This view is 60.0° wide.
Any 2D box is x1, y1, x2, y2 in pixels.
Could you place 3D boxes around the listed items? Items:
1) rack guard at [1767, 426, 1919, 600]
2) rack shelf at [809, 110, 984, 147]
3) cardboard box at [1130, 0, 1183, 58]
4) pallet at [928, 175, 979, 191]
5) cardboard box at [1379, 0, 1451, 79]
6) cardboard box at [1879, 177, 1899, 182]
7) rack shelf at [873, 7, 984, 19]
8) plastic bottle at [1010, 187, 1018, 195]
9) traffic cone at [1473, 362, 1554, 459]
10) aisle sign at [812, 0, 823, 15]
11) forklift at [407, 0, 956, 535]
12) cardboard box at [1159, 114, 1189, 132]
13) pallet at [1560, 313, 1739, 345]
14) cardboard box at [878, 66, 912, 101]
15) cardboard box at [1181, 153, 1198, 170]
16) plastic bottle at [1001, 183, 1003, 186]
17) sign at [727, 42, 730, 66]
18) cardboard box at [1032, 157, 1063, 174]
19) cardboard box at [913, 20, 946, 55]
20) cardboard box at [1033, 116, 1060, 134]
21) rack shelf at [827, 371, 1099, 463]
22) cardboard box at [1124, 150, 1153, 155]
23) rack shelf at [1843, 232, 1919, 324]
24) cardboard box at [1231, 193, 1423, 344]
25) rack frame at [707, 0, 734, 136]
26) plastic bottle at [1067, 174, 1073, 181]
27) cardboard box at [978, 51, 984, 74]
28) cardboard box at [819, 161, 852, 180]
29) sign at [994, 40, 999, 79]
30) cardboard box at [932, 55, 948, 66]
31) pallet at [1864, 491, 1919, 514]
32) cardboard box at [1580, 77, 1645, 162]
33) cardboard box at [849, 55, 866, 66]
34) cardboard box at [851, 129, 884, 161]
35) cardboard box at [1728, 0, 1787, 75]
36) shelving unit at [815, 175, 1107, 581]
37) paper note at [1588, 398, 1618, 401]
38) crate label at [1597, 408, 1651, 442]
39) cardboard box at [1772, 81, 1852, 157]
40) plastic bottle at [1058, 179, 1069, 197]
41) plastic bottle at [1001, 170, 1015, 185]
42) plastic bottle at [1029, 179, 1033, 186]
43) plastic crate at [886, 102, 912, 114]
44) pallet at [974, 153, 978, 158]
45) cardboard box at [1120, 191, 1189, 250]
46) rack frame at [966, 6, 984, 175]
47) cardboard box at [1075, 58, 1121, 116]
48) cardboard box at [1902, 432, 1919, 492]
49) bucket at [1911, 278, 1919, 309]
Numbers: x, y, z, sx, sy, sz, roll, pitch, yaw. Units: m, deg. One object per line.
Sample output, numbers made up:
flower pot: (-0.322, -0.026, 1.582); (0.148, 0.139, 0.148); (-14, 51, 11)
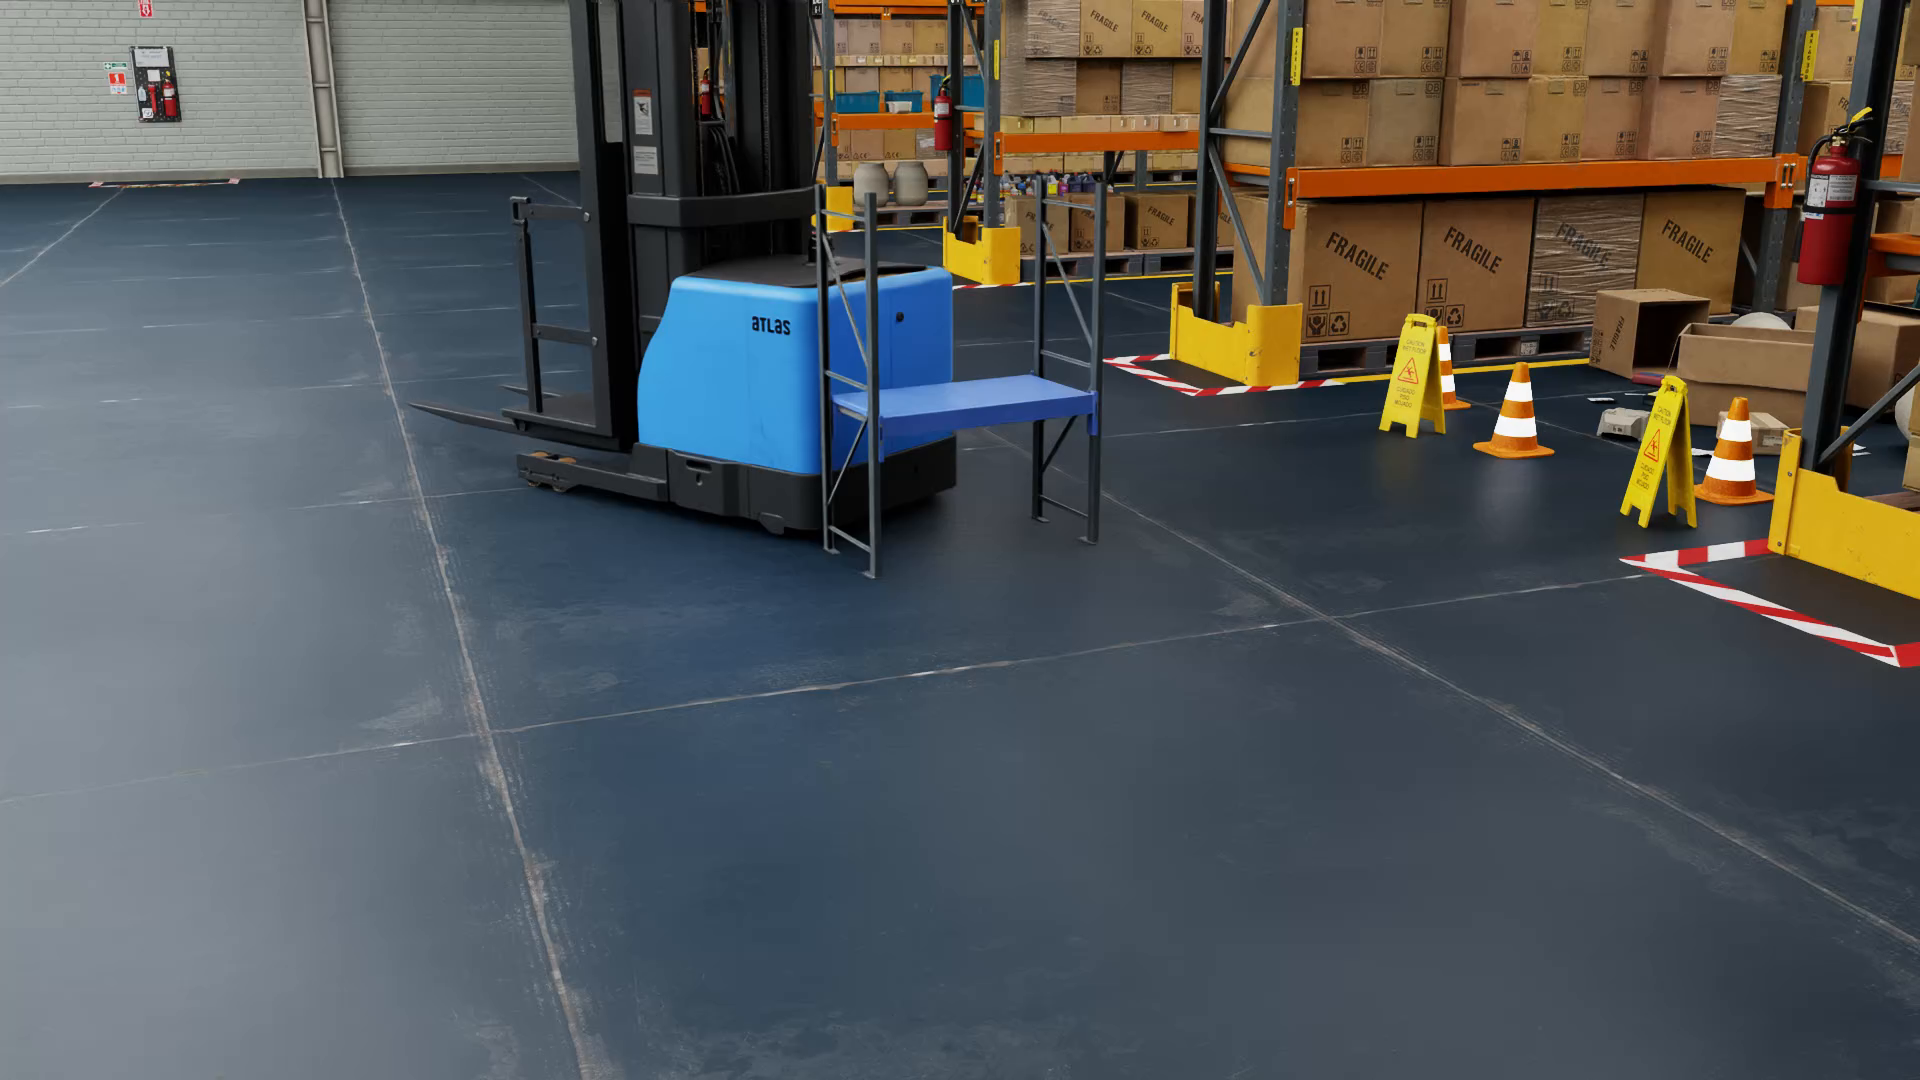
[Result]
rack guard: (3.737, -0.074, 6.463); (0.348, 0.500, 1.175); (-6, 17, -20)
rack shelf: (0.215, -5.033, 20.189); (4.000, 0.370, 1.077); (-6, 17, -20)
cardboard box: (1.667, -4.627, 15.050); (0.500, 0.500, 0.500); (-6, 17, -20)
pallet: (-0.444, -5.476, 25.371); (1.213, 0.211, 1.003); (-6, 17, -20)
cardboard box: (2.641, -3.255, 10.676); (0.550, 0.550, 0.875); (-6, 17, -20)
cardboard box: (9.901, -4.105, 18.778); (0.875, 0.875, 1.225); (-7, 18, -22)
rack shelf: (0.406, -9.482, 30.016); (4.000, 0.370, 1.077); (-6, 17, -20)
plastic bottle: (0.658, -4.200, 20.263); (0.097, 0.201, 0.097); (0, 16, 0)
traffic cone: (2.891, -0.689, 8.623); (0.334, 0.463, 0.336); (-6, 17, -20)
aisle sign: (-1.615, -6.339, 18.748); (0.004, 0.787, 0.394); (-6, 17, -20)
forklift: (-1.504, -1.736, 7.809); (3.031, 2.935, 1.130); (12, 20, 35)
cardboard box: (1.907, -3.844, 15.311); (0.250, 0.149, 0.380); (-6, 17, -20)
pallet: (4.798, -1.567, 12.060); (1.213, 0.211, 1.003); (-6, 17, -20)
cardboard box: (-1.058, -6.780, 24.686); (0.500, 0.500, 0.700); (-6, 17, -19)
cardboard box: (3.645, -6.051, 26.516); (0.500, 0.250, 0.500); (-6, 17, -19)
plastic bottle: (0.518, -4.368, 20.834); (0.097, 0.201, 0.097); (0, 16, 0)
sign: (-3.228, -6.787, 23.208); (0.005, 0.325, 0.100); (-6, 17, -20)
cardboard box: (1.257, -5.792, 25.633); (0.500, 0.250, 0.500); (-6, 17, -19)
cardboard box: (-0.569, -7.456, 24.684); (0.500, 0.500, 0.700); (-6, 17, -20)
cardboard box: (0.712, -3.739, 14.952); (0.250, 0.149, 0.380); (-6, 17, -20)
rack shelf: (0.007, -0.518, 6.839); (1.000, 0.185, 0.538); (-9, 18, -27)
cardboard box: (2.693, -6.216, 26.081); (0.500, 0.311, 0.500); (-6, 17, -20)
rack shelf: (5.534, -1.122, 6.873); (4.000, 0.370, 1.077); (-6, 17, -20)
cardboard box: (2.410, -1.826, 11.017); (0.875, 0.875, 0.875); (-6, 17, -20)
rack frame: (-3.421, -6.480, 23.840); (0.127, 3.000, 1.000); (-6, 17, -20)
plastic bottle: (1.375, -4.503, 21.148); (0.133, 0.283, 0.061); (-6, 17, -20)
cardboard box: (0.154, -8.617, 30.158); (0.500, 0.500, 0.700); (-4, 17, -12)
cardboard box: (-1.908, -5.459, 24.500); (0.500, 0.250, 0.500); (-6, 17, -20)
sign: (0.314, -4.146, 14.355); (0.005, 0.325, 0.100); (-6, 17, -20)
cardboard box: (-0.338, -7.107, 24.648); (0.250, 0.149, 0.380); (-7, 18, -22)
pallet: (4.508, -0.008, 6.751); (1.213, 0.211, 1.003); (-6, 17, -20)
cardboard box: (4.144, -2.908, 11.411); (0.550, 0.550, 0.875); (-6, 17, -20)
cardboard box: (-1.542, -6.977, 24.204); (0.250, 0.149, 0.380); (-6, 17, -20)
cardboard box: (-1.439, -5.868, 24.560); (0.500, 0.500, 0.500); (-6, 17, -20)
cardboard box: (5.179, -3.523, 11.589); (0.550, 0.550, 0.875); (-6, 17, -20)
shelving unit: (0.007, -0.691, 6.789); (1.048, 1.500, 0.538); (-9, 18, -27)
paper note: (3.833, -0.840, 9.906); (0.142, 0.017, 0.144); (0, 16, -1)
crate label: (3.603, -0.628, 8.995); (0.250, 0.136, 0.298); (13, 21, 37)
cardboard box: (6.123, -2.991, 11.784); (0.500, 0.500, 0.500); (-6, 17, -19)
plastic bottle: (1.268, -4.300, 20.457); (0.133, 0.283, 0.061); (-5, 17, -16)
plastic bottle: (0.608, -4.485, 20.970); (0.185, 0.351, 0.144); (-6, 18, -21)
plastic bottle: (0.912, -4.307, 20.482); (0.133, 0.283, 0.061); (-6, 17, -20)
plastic crate: (-0.701, -5.055, 19.457); (0.250, 0.136, 0.298); (-6, 17, -20)
pallet: (0.406, -7.051, 30.735); (1.213, 0.211, 1.003); (-6, 17, -20)
cardboard box: (1.847, -3.061, 15.890); (0.500, 0.500, 0.500); (-4, 17, -15)
rack frame: (0.314, -6.883, 25.214); (0.127, 3.000, 1.000); (-6, 17, -20)
cardboard box: (1.068, -4.194, 15.351); (0.500, 0.500, 0.875); (-6, 17, -20)
cardboard box: (4.347, -0.303, 6.940); (0.500, 0.250, 0.500); (-6, 17, -20)
bucket: (6.234, -1.500, 9.993); (0.620, 0.611, 0.726); (9, 16, -4)
